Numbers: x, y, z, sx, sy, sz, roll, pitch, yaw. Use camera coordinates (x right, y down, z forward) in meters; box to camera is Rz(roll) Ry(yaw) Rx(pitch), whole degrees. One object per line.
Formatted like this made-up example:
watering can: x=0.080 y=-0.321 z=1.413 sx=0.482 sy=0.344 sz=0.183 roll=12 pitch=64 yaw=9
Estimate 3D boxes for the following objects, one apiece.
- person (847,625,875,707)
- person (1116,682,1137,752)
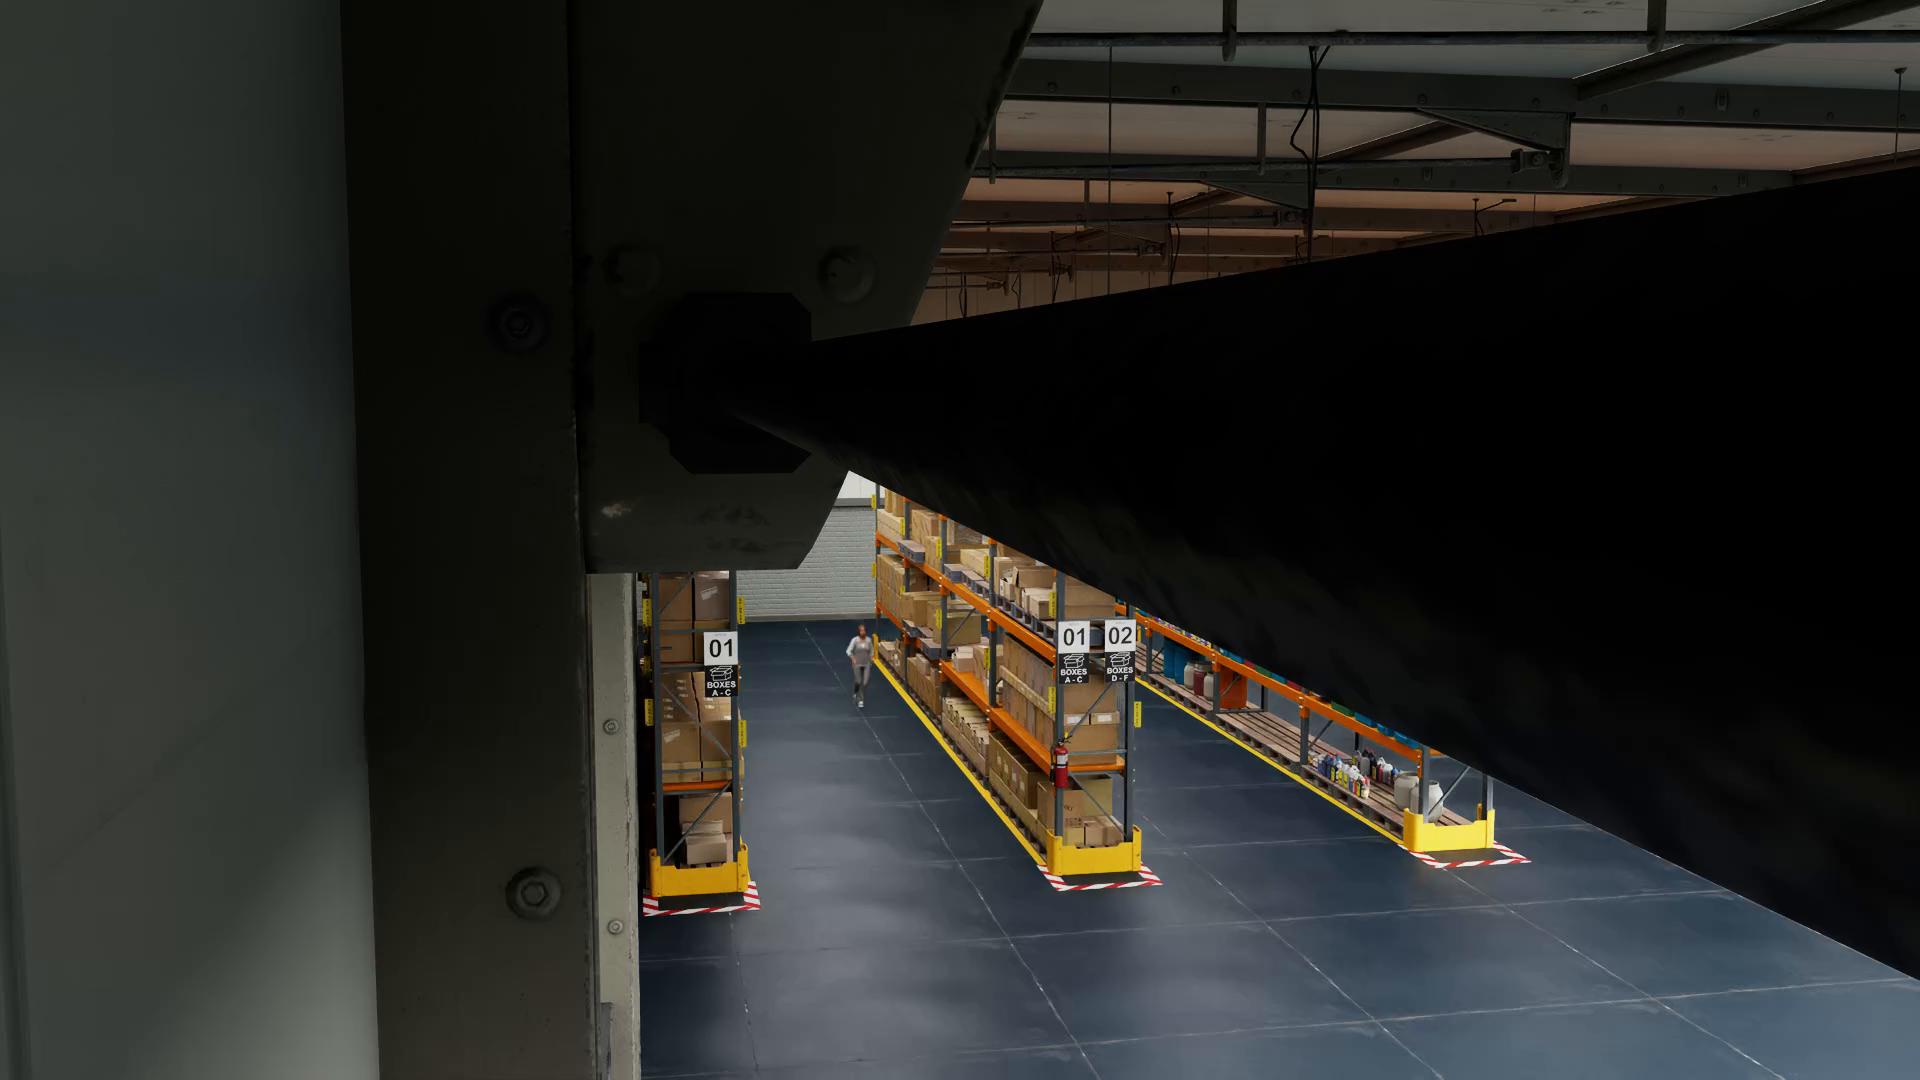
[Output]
person: x=-1.840 y=2.362 z=31.137 sx=0.516 sy=1.554 sz=0.523 roll=-2 pitch=6 yaw=-16
person: x=2.685 y=2.640 z=27.732 sx=0.582 sy=1.655 sz=0.904 roll=-4 pitch=7 yaw=-31
